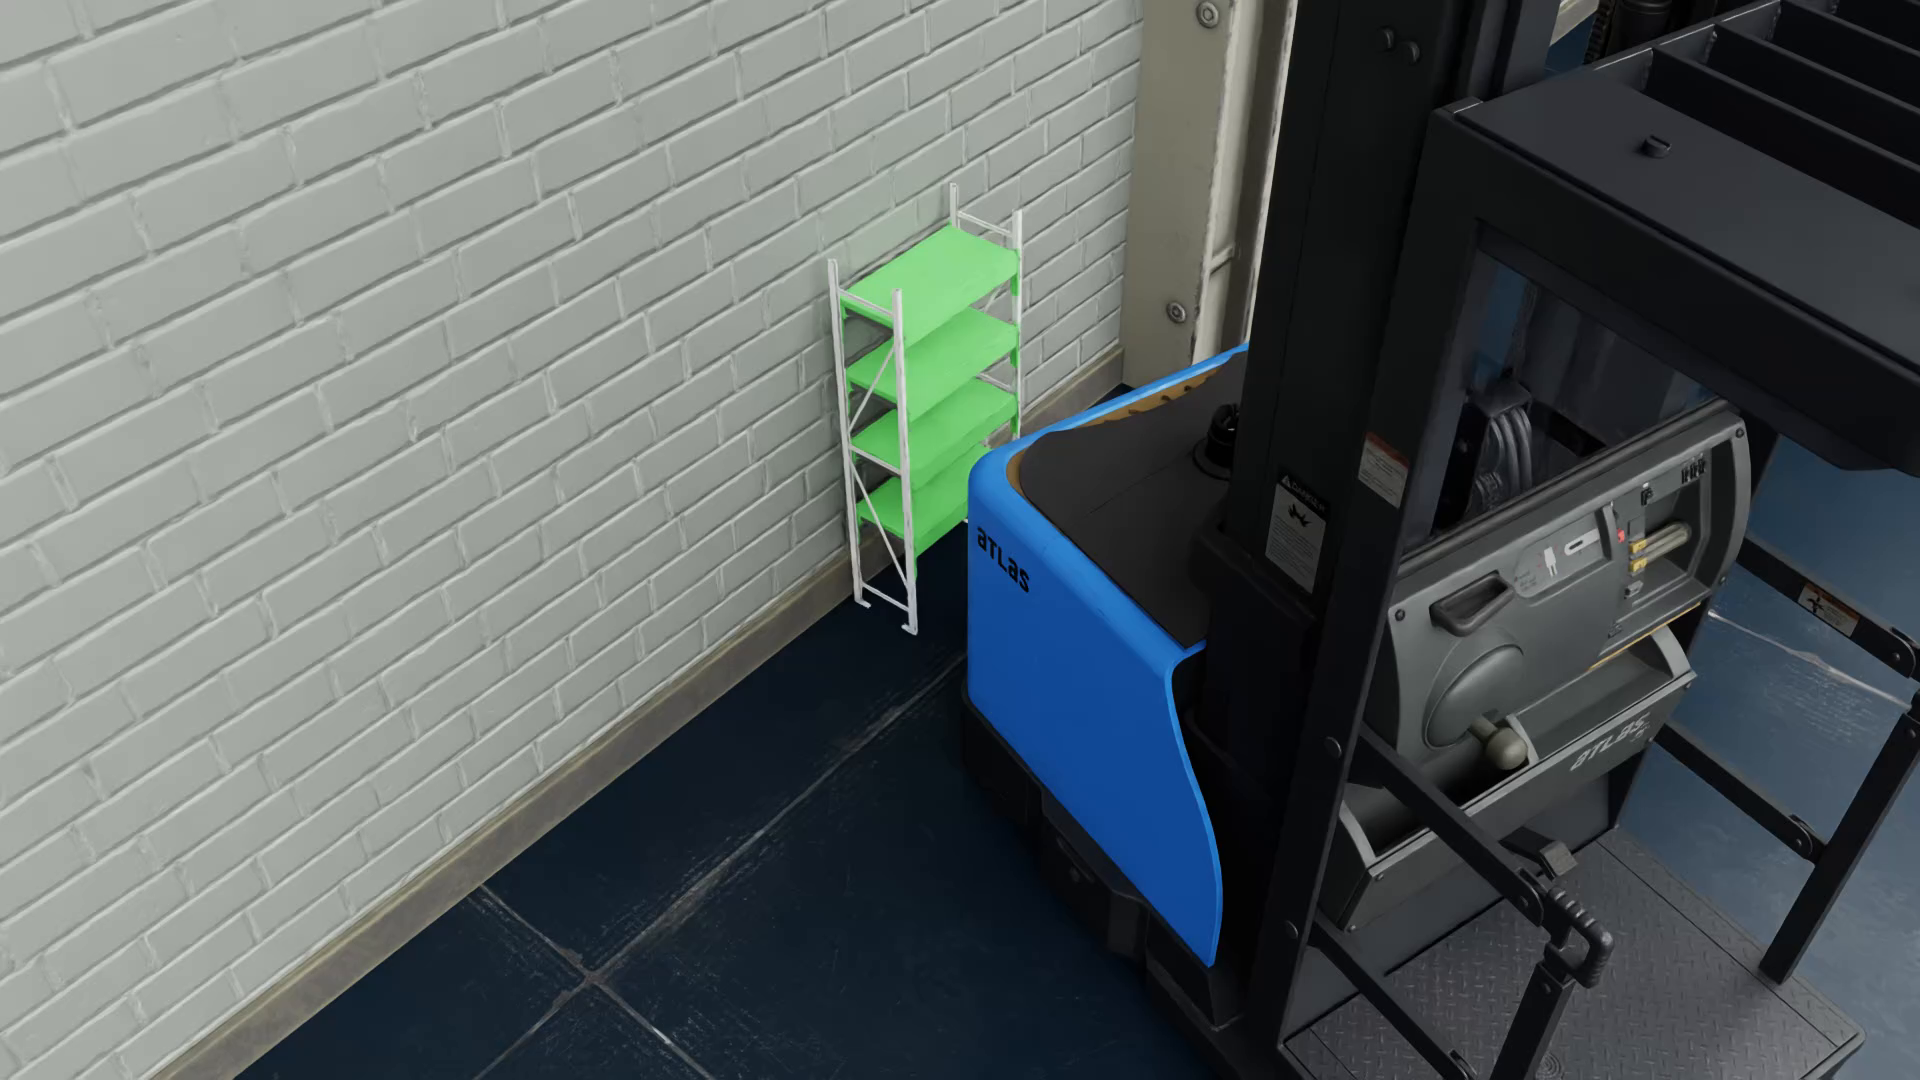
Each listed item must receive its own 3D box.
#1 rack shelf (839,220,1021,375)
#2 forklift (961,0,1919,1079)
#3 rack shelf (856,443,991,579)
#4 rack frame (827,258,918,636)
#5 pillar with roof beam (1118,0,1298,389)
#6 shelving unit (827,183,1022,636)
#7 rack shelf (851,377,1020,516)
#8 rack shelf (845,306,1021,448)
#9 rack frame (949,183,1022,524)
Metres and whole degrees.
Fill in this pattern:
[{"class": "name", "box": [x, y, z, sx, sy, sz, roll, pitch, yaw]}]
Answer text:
[{"class": "rack shelf", "box": [-0.084, -0.657, 4.458, 0.258, 0.148, 0.480, 28, 49, 29]}, {"class": "forklift", "box": [1.234, 0.172, 2.883, 1.130, 2.935, 3.031, -24, 47, -24]}, {"class": "rack shelf", "box": [-0.071, -0.118, 4.934, 0.258, 0.148, 0.480, 28, 49, 29]}, {"class": "rack frame", "box": [-0.232, -0.219, 4.594, 0.240, 1.200, 0.015, 28, 49, 29]}, {"class": "pillar with roof beam", "box": [4.083, -2.074, 0.842, 9.100, 9.000, 0.400, 29, 50, 28]}, {"class": "shelving unit", "box": [-0.077, -0.345, 4.733, 0.258, 1.200, 0.503, 28, 49, 29]}, {"class": "rack shelf", "box": [-0.076, -0.298, 4.776, 0.258, 0.148, 0.480, 28, 49, 29]}, {"class": "rack shelf", "box": [-0.080, -0.477, 4.617, 0.258, 0.148, 0.480, 28, 49, 29]}, {"class": "rack frame", "box": [0.078, -0.472, 4.873, 0.240, 1.200, 0.015, 28, 49, 29]}]
